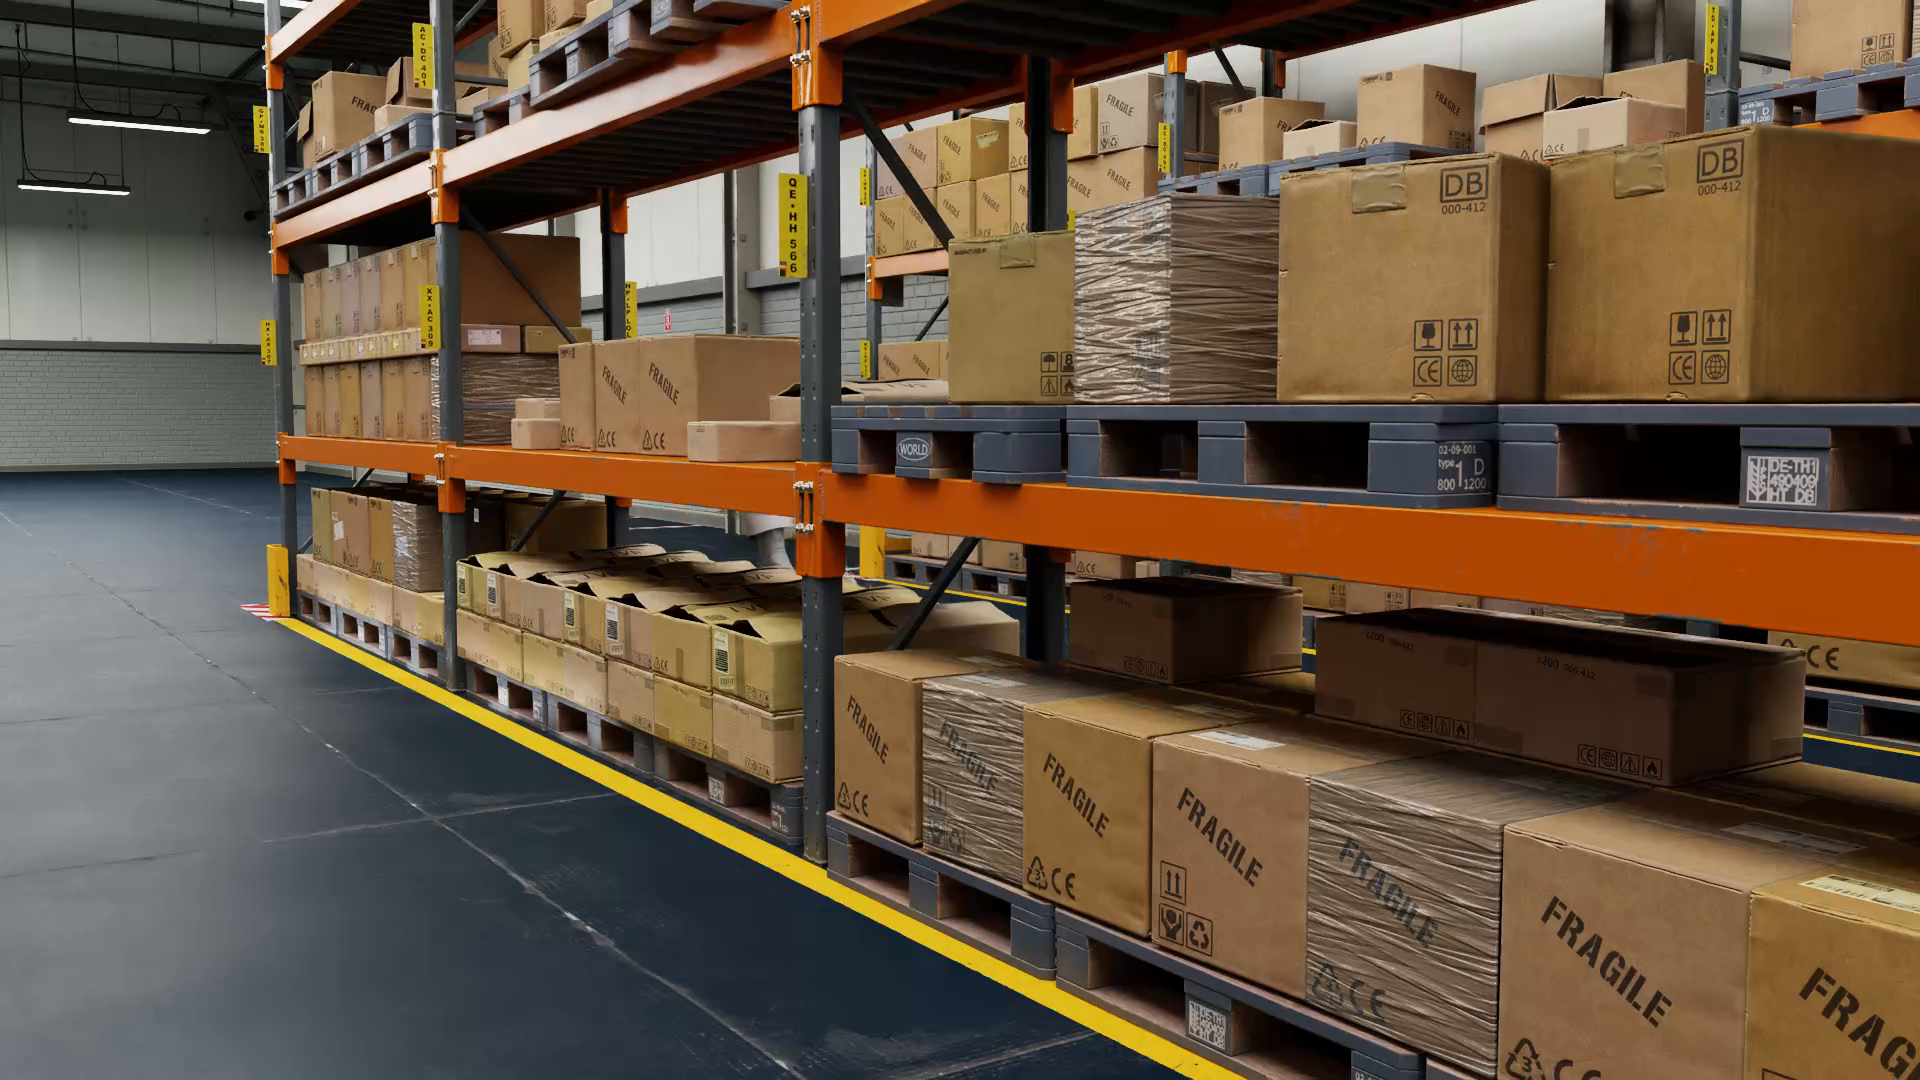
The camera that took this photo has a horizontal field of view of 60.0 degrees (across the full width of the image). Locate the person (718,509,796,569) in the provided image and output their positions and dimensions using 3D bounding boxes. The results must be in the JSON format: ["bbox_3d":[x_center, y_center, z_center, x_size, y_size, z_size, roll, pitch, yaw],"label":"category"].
[{"bbox_3d":[-1.329,-0.284,11.198,0.587,1.720,1.078,-4,6,-40],"label":"person"}]
